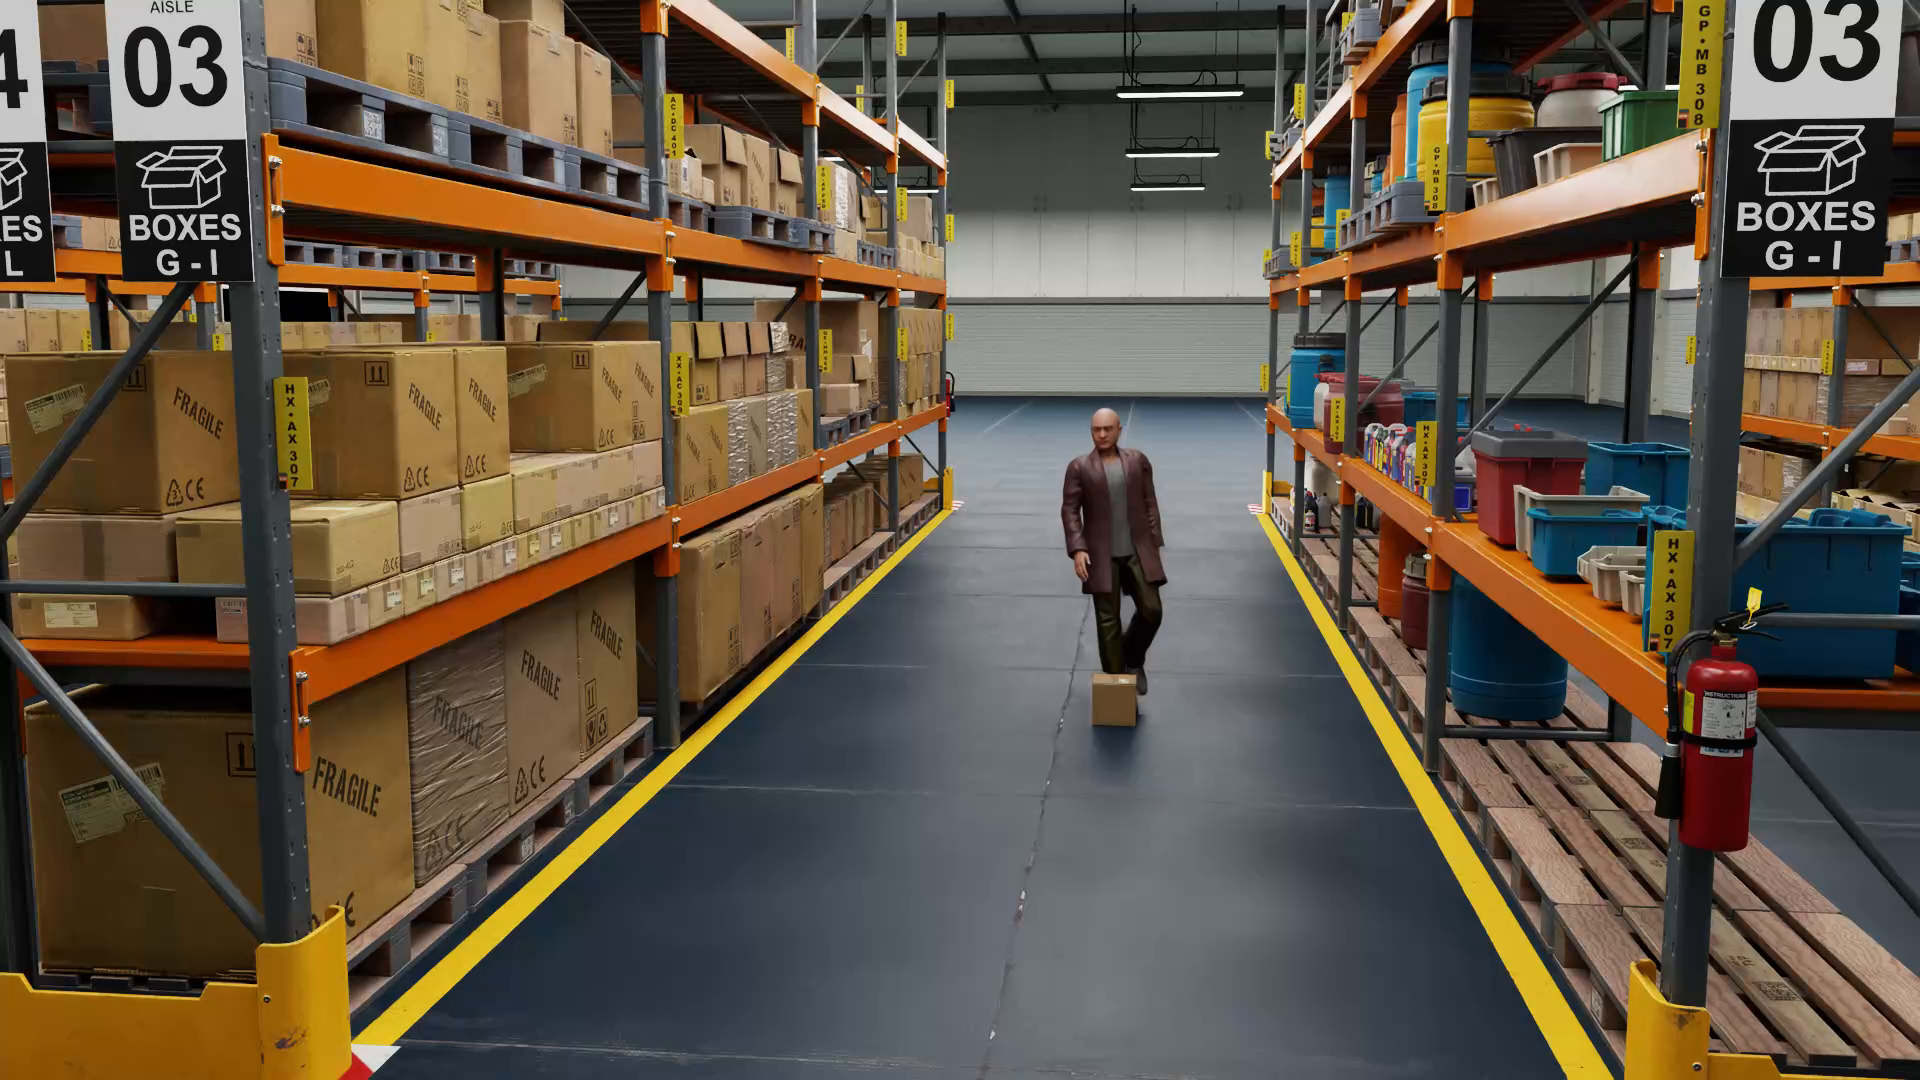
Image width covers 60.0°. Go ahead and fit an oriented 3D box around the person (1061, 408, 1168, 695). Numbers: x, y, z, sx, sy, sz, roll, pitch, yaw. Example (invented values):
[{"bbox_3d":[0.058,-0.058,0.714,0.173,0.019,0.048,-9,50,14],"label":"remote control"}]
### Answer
[{"bbox_3d":[0.939,0.107,9.957,0.636,1.773,0.694,-1,7,-5],"label":"person"}]
